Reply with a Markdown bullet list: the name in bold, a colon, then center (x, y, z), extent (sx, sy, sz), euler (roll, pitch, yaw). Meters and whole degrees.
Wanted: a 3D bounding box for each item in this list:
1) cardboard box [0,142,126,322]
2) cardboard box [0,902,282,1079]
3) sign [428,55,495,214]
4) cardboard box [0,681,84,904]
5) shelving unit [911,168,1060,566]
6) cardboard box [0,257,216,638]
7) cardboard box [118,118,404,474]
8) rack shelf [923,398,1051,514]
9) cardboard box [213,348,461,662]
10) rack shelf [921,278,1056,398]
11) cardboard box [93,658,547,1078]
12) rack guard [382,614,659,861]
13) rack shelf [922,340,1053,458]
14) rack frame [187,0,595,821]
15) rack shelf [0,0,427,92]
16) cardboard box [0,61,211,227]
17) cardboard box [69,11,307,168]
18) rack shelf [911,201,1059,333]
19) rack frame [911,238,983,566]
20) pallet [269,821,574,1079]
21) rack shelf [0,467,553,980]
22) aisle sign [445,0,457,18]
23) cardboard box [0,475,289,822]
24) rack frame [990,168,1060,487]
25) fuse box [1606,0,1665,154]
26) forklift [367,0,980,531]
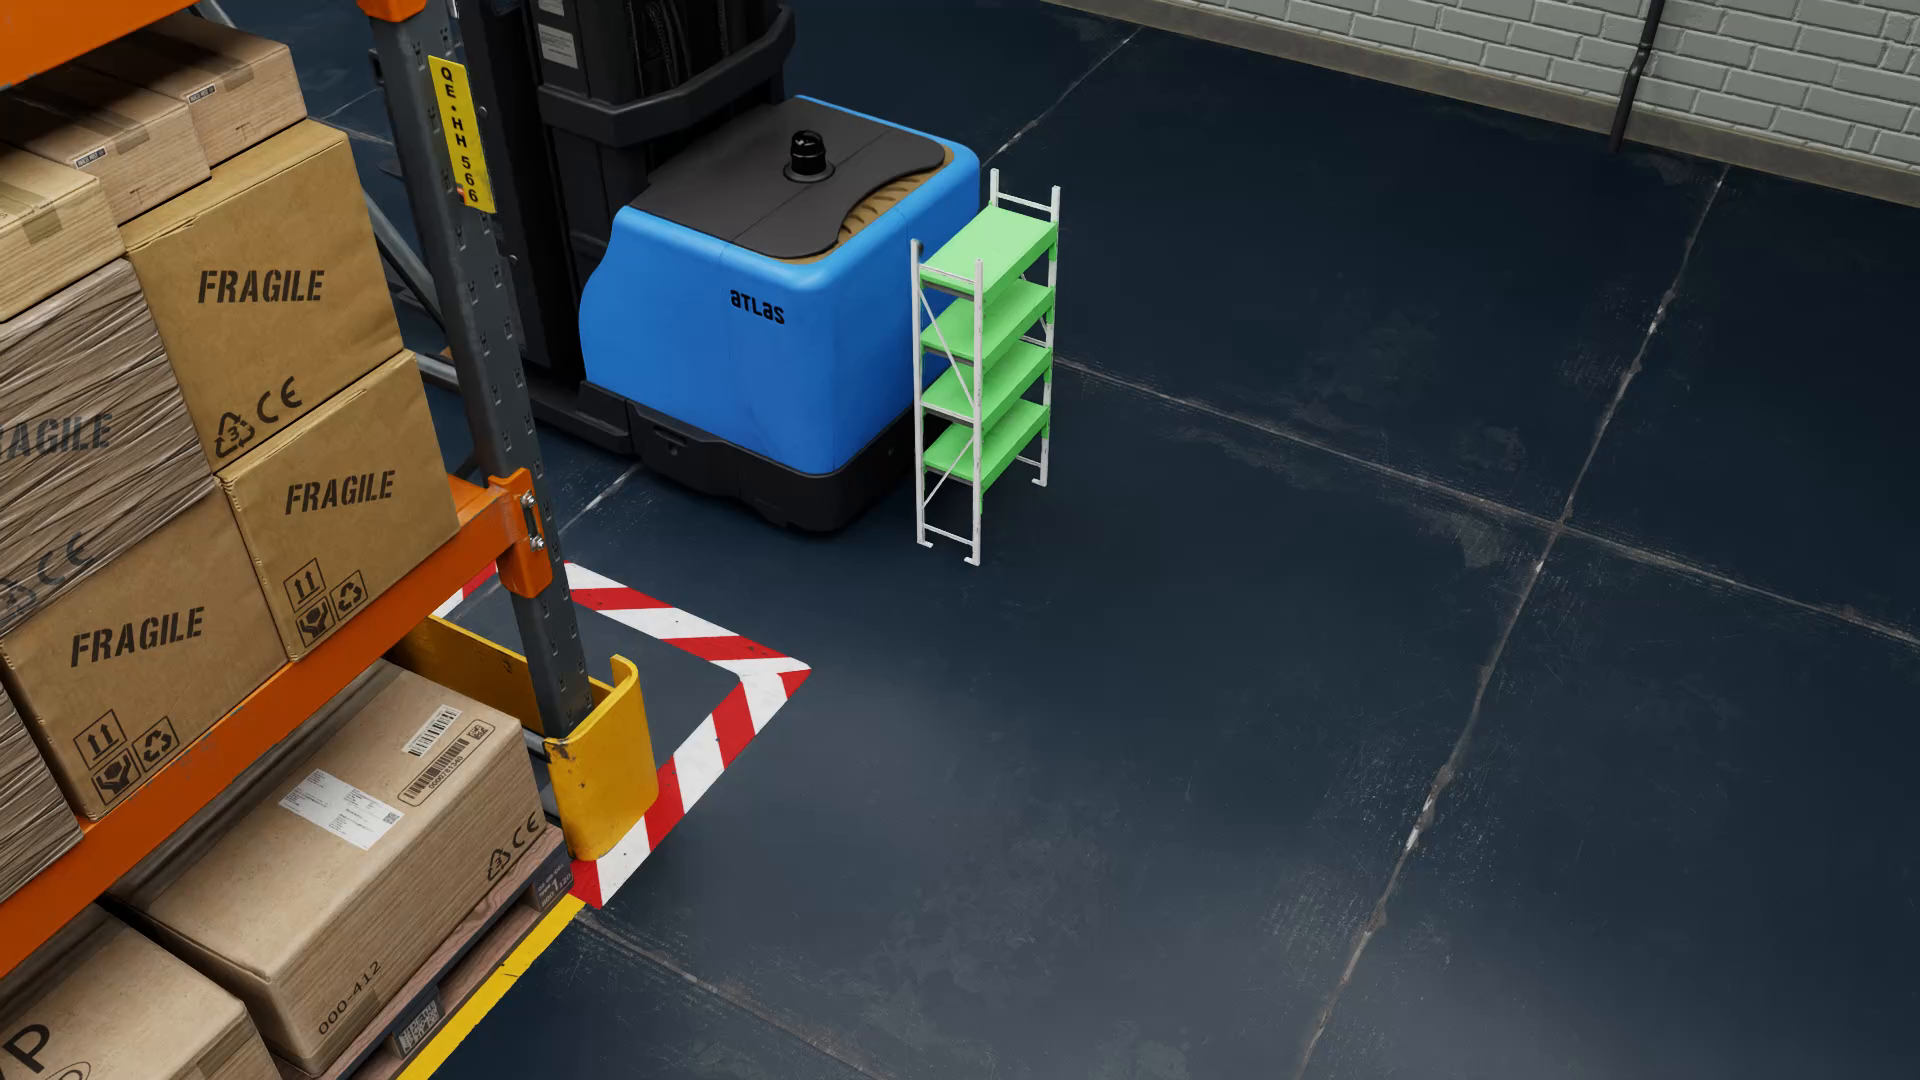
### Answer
- **cardboard box**: center (-1.635, -0.532, 2.761), extent (0.380, 0.149, 0.250), euler (20, 45, 22)
- **cardboard box**: center (-2.161, 1.265, 3.665), extent (0.875, 0.438, 0.875), euler (22, 46, 23)
- **sign**: center (-1.004, -0.812, 3.347), extent (0.100, 0.325, 0.005), euler (21, 45, 22)
- **cardboard box**: center (-1.992, 0.430, 2.917), extent (0.500, 0.500, 0.500), euler (22, 46, 23)
- **shelving unit**: center (0.083, -0.545, 5.461), extent (0.258, 1.200, 0.503), euler (21, 45, 22)
- **cardboard box**: center (-1.738, -0.226, 2.904), extent (0.500, 0.500, 0.500), euler (21, 46, 22)
- **cardboard box**: center (-1.502, -0.534, 3.255), extent (0.500, 0.500, 0.500), euler (22, 46, 23)
- **rack shelf**: center (0.083, -0.317, 5.662), extent (0.258, 0.148, 0.480), euler (21, 45, 22)
- **cardboard box**: center (-1.479, -0.150, 3.575), extent (0.500, 0.500, 0.500), euler (21, 46, 22)
- **rack shelf**: center (0.083, -0.677, 5.345), extent (0.258, 0.148, 0.480), euler (21, 45, 22)
- **cardboard box**: center (-1.710, 0.739, 4.263), extent (0.875, 0.438, 0.875), euler (19, 45, 21)
- **rack guard**: center (-1.455, 0.448, 4.863), extent (1.175, 0.500, 0.348), euler (21, 45, 22)
- **rack shelf**: center (0.083, -0.497, 5.503), extent (0.258, 0.148, 0.480), euler (21, 45, 22)
- **rack frame**: center (-1.467, -0.476, 4.021), extent (1.000, 3.000, 0.127), euler (21, 45, 22)
- **rack shelf**: center (-2.468, -0.187, 1.968), extent (1.077, 0.370, 4.000), euler (21, 45, 22)
- **cardboard box**: center (-1.579, -0.708, 2.961), extent (0.380, 0.149, 0.250), euler (22, 46, 23)
- **cardboard box**: center (-1.473, -0.861, 3.135), extent (0.380, 0.149, 0.250), euler (22, 46, 23)
- **rack shelf**: center (0.083, -0.857, 5.186), extent (0.258, 0.148, 0.480), euler (21, 45, 22)
- **rack frame**: center (-0.039, -0.405, 5.302), extent (0.240, 1.200, 0.015), euler (21, 45, 22)
- **pallet**: center (-1.799, 1.054, 4.394), extent (1.003, 0.211, 1.213), euler (21, 45, 22)
- **rack shelf**: center (-2.468, 0.938, 2.959), extent (1.077, 0.370, 4.000), euler (21, 45, 22)
- **aisle sign**: center (-1.162, -1.390, 3.092), extent (0.394, 0.787, 0.004), euler (21, 45, 22)
- **cardboard box**: center (-1.743, 0.132, 3.255), extent (0.500, 0.500, 0.500), euler (20, 45, 21)
- **rack frame**: center (0.205, -0.685, 5.620), extent (0.240, 1.200, 0.015), euler (21, 45, 22)
- **fuse box**: center (3.080, -2.449, 7.236), extent (0.539, 1.711, 0.414), euler (21, 45, 22)
- **forklift**: center (-1.433, -1.881, 5.668), extent (3.031, 2.935, 1.130), euler (23, 46, 24)
